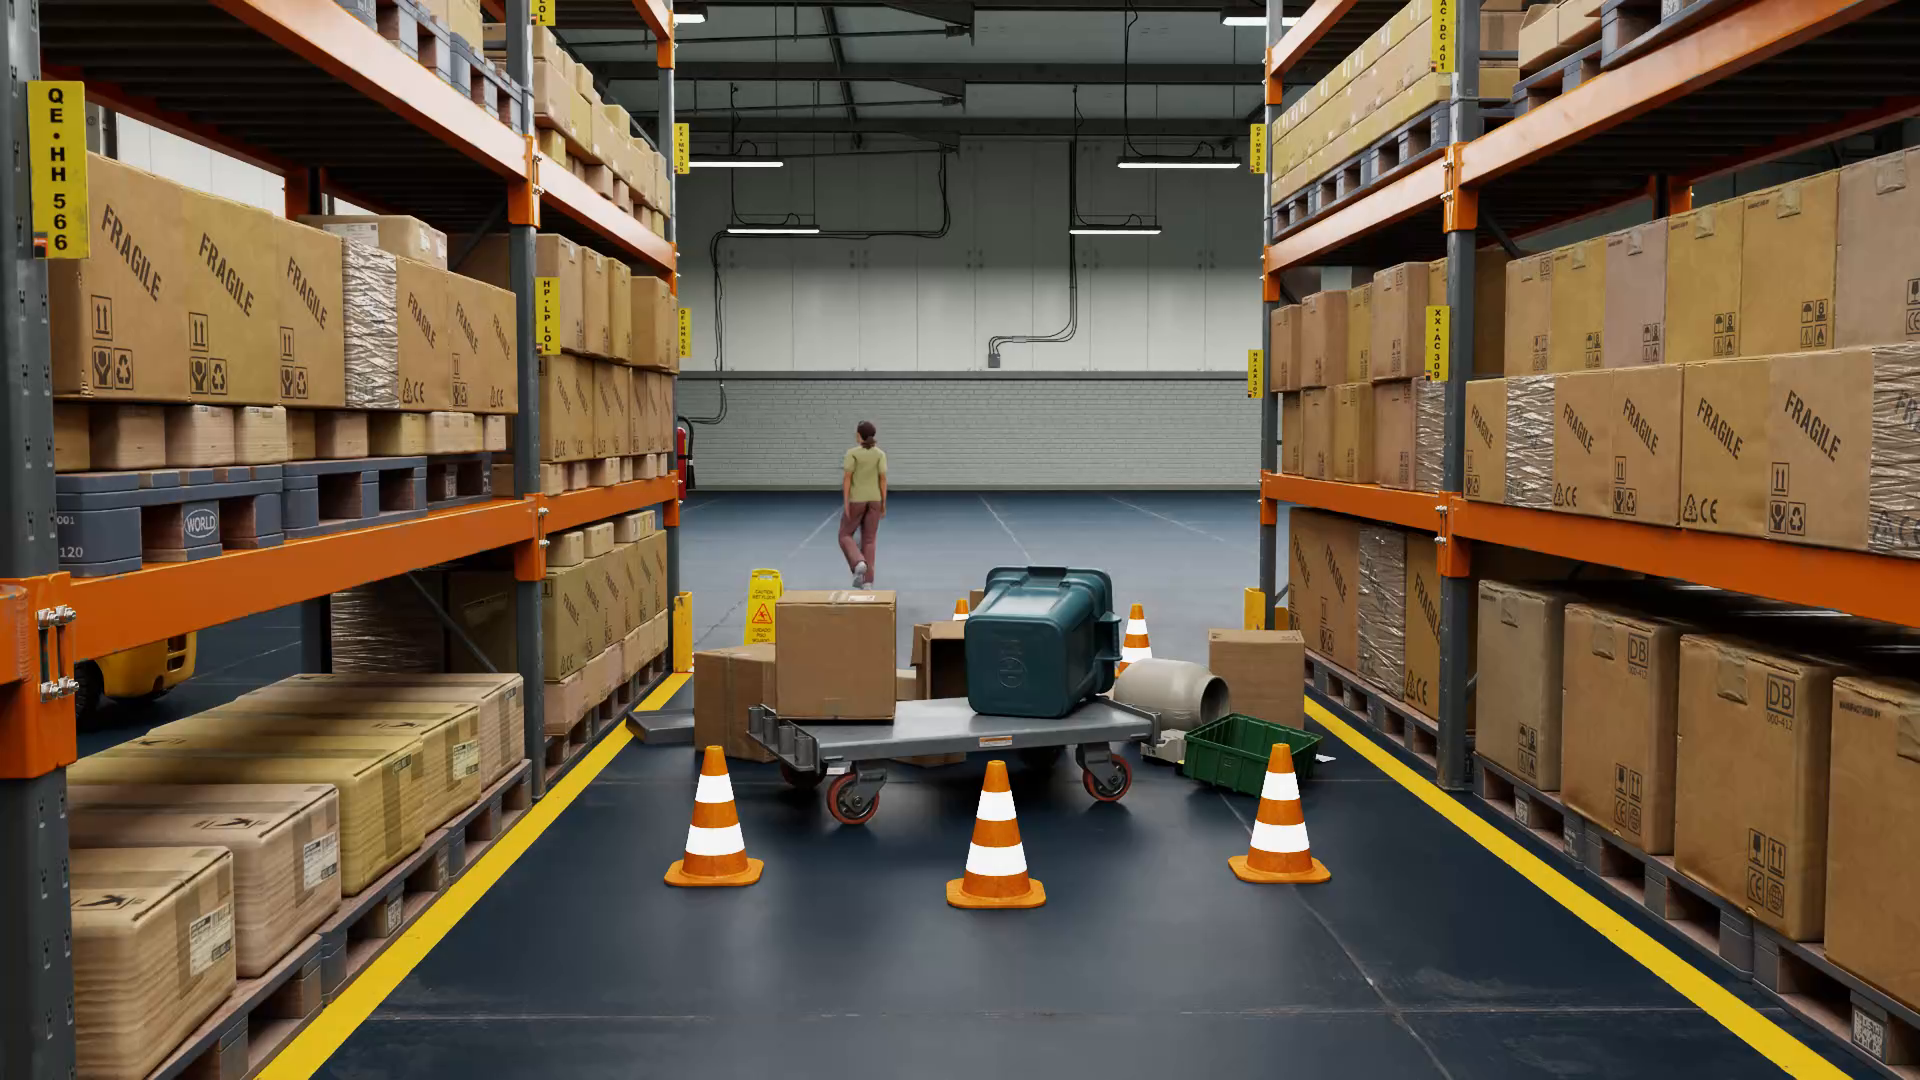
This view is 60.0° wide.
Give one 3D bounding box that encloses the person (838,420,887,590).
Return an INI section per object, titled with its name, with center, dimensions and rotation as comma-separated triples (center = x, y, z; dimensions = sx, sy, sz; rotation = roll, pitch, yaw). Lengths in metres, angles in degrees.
[person]
center = -0.931, -0.337, 16.162
dimensions = 0.455, 1.660, 0.503
rotation = -1, 4, -21
